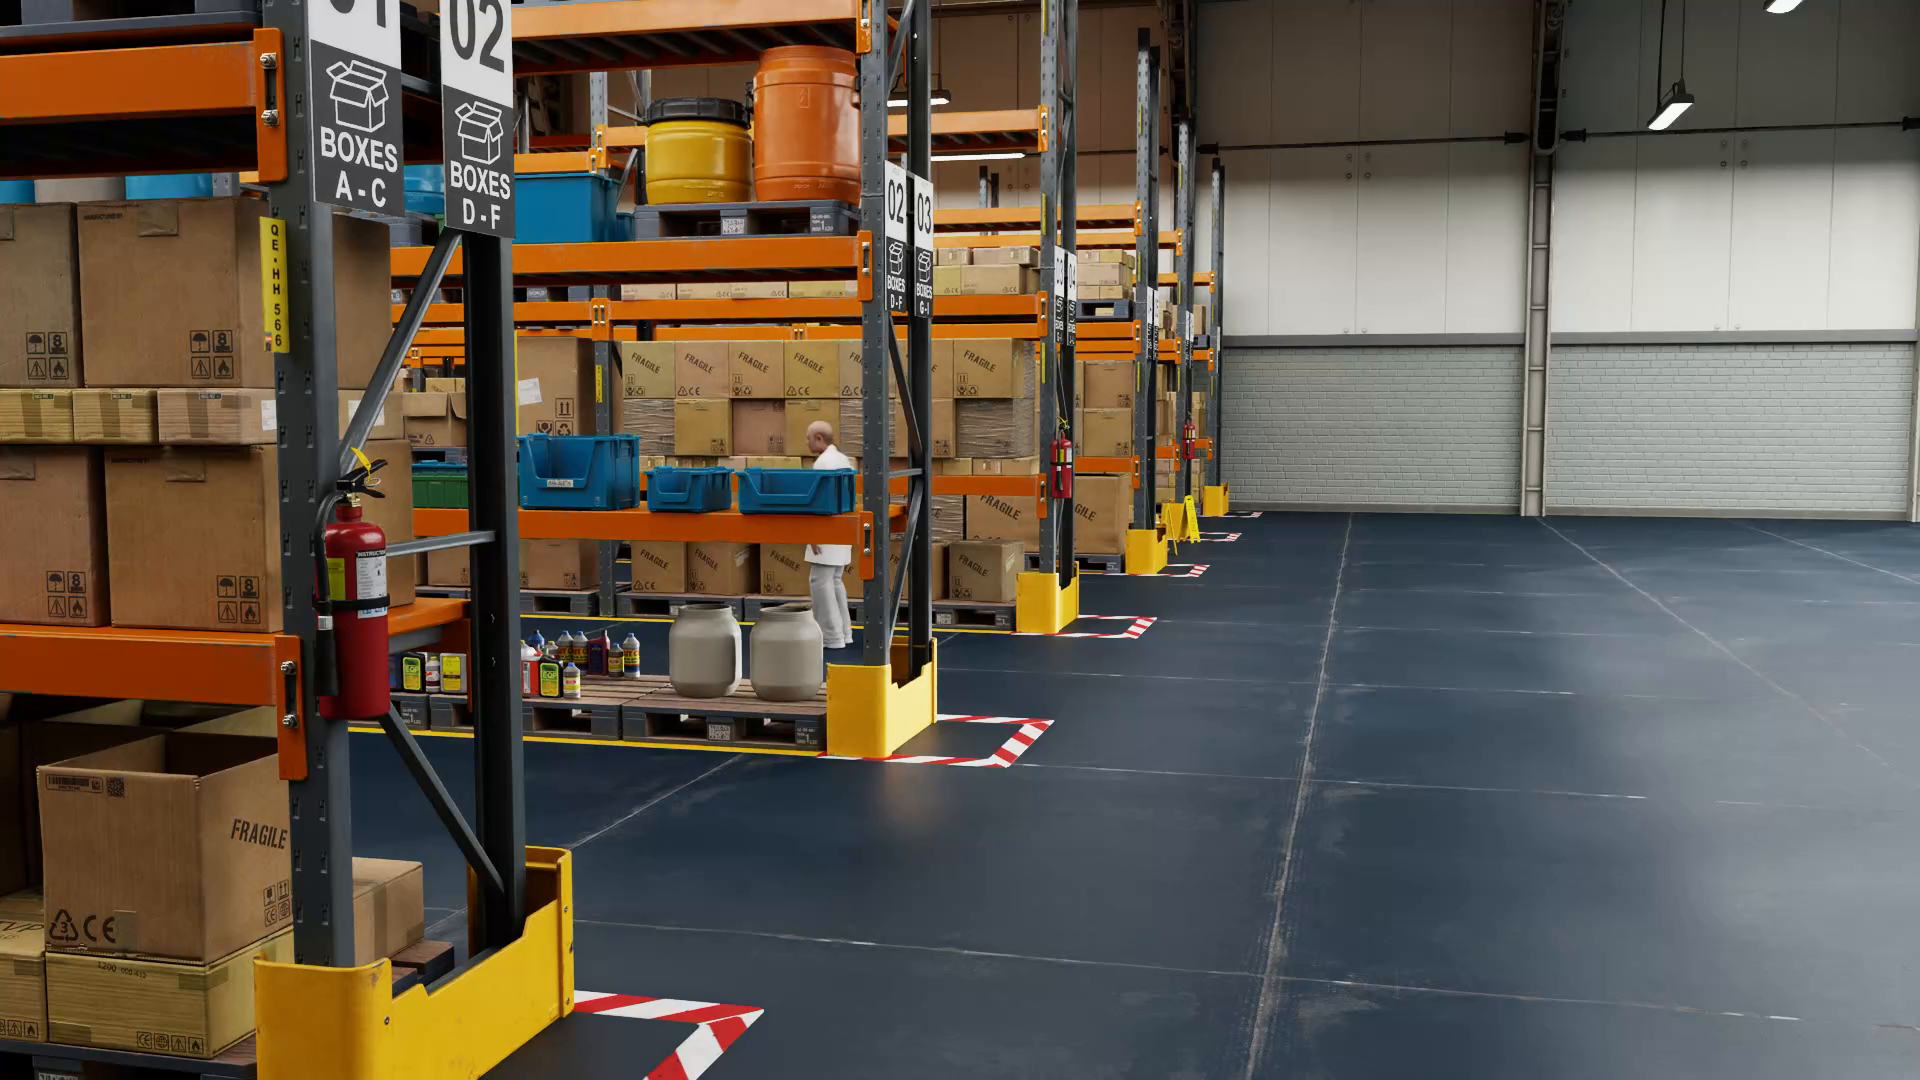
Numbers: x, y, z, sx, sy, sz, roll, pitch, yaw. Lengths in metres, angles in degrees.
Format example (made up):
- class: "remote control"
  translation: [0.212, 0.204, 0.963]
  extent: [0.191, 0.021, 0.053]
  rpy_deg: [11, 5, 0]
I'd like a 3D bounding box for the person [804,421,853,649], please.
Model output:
- class: "person"
  translation: [-1.036, -0.046, 13.033]
  extent: [0.428, 1.772, 0.642]
  rpy_deg: [1, 5, 11]
